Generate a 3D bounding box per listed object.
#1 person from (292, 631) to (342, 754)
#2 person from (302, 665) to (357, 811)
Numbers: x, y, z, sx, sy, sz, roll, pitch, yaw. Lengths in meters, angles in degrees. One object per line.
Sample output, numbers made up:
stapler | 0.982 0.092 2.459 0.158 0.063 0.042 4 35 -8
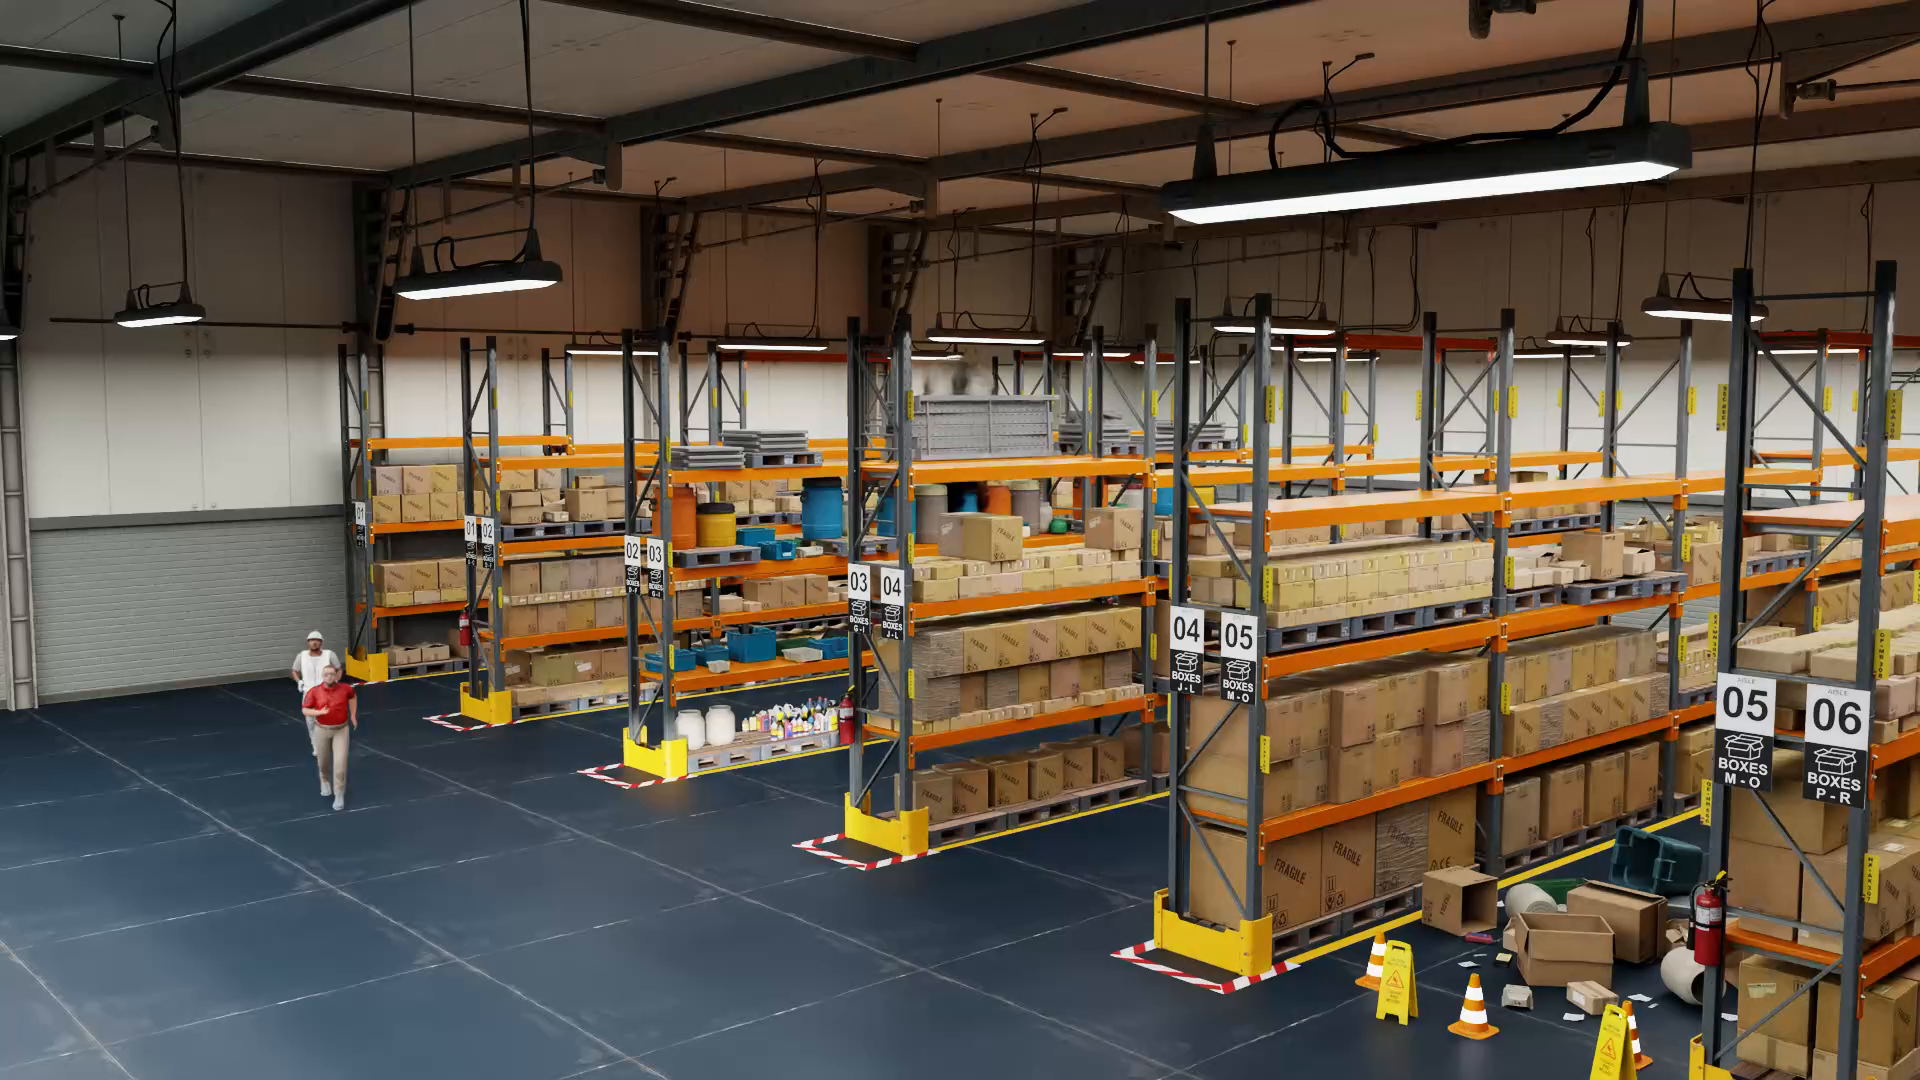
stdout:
person | -9.226 2.171 23.859 0.683 1.740 0.616 -1 5 -14
person | -7.870 2.423 20.800 0.649 1.744 0.959 -2 6 -22
